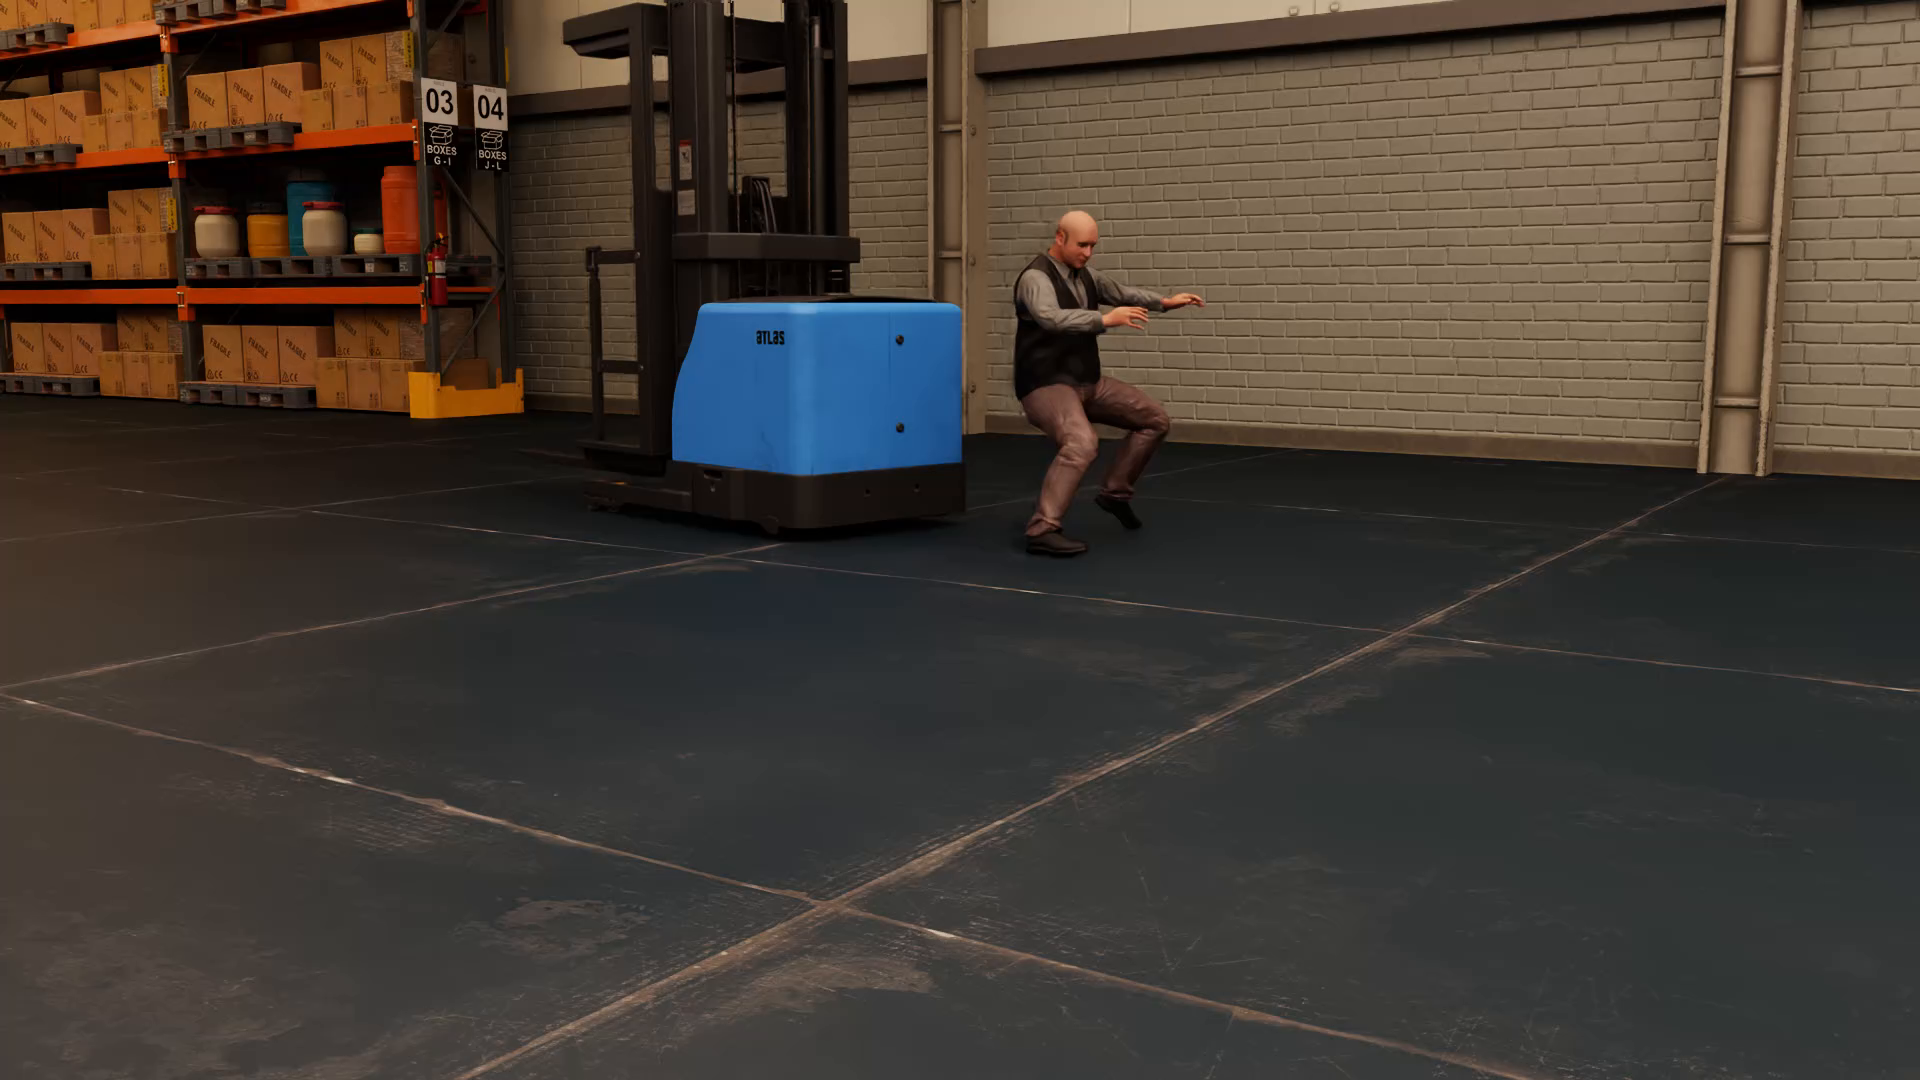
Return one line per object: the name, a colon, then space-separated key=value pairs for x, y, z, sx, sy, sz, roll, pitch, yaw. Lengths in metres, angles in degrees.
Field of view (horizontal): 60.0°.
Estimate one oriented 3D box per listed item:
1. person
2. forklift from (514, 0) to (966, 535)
person: x=0.585 y=-0.727 z=7.510 sx=0.731 sy=1.491 sz=1.071 roll=7 pitch=10 yaw=39
forklift: x=-1.337 y=-1.630 z=8.657 sx=1.130 sy=2.935 sz=3.031 roll=-7 pitch=11 yaw=-42
